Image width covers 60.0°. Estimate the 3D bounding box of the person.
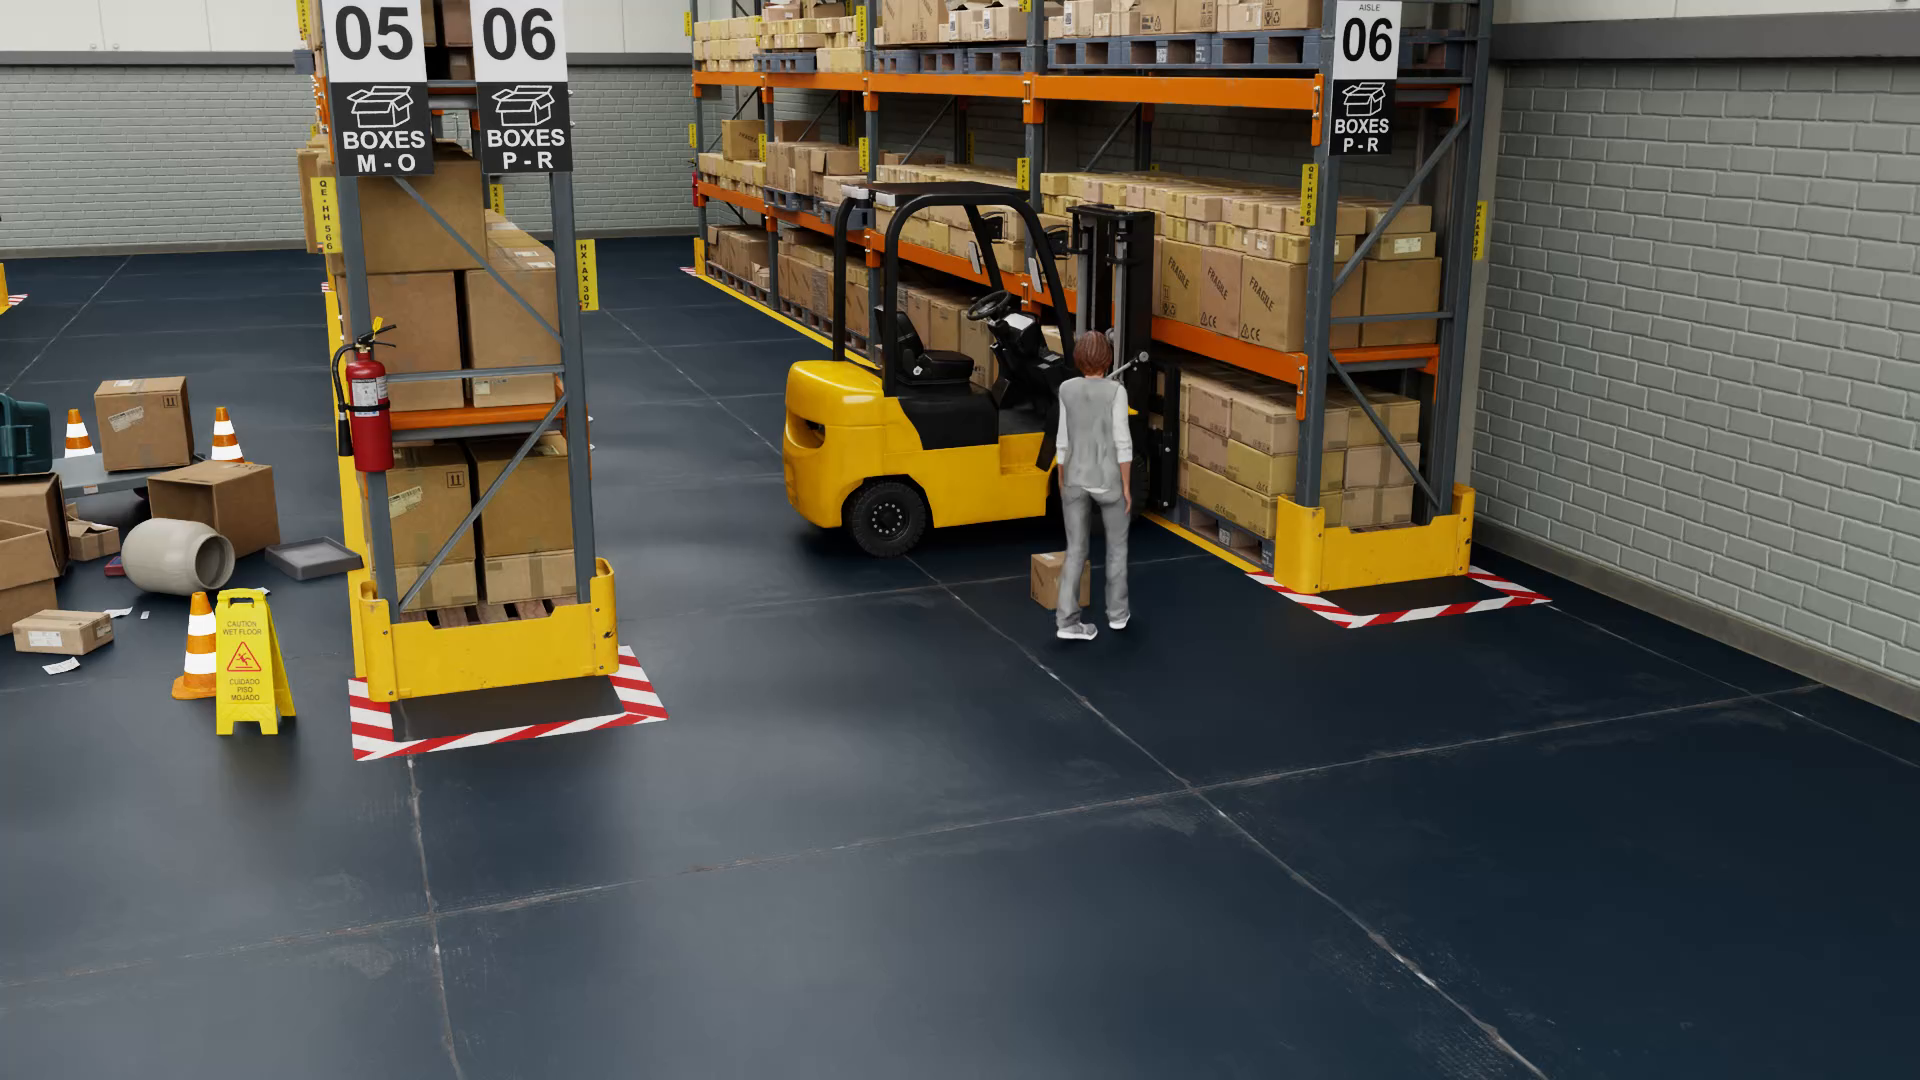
[{"bbox_3d":[0.700,-0.283,8.528,0.426,1.589,0.627,7,17,22],"label":"person"}]
